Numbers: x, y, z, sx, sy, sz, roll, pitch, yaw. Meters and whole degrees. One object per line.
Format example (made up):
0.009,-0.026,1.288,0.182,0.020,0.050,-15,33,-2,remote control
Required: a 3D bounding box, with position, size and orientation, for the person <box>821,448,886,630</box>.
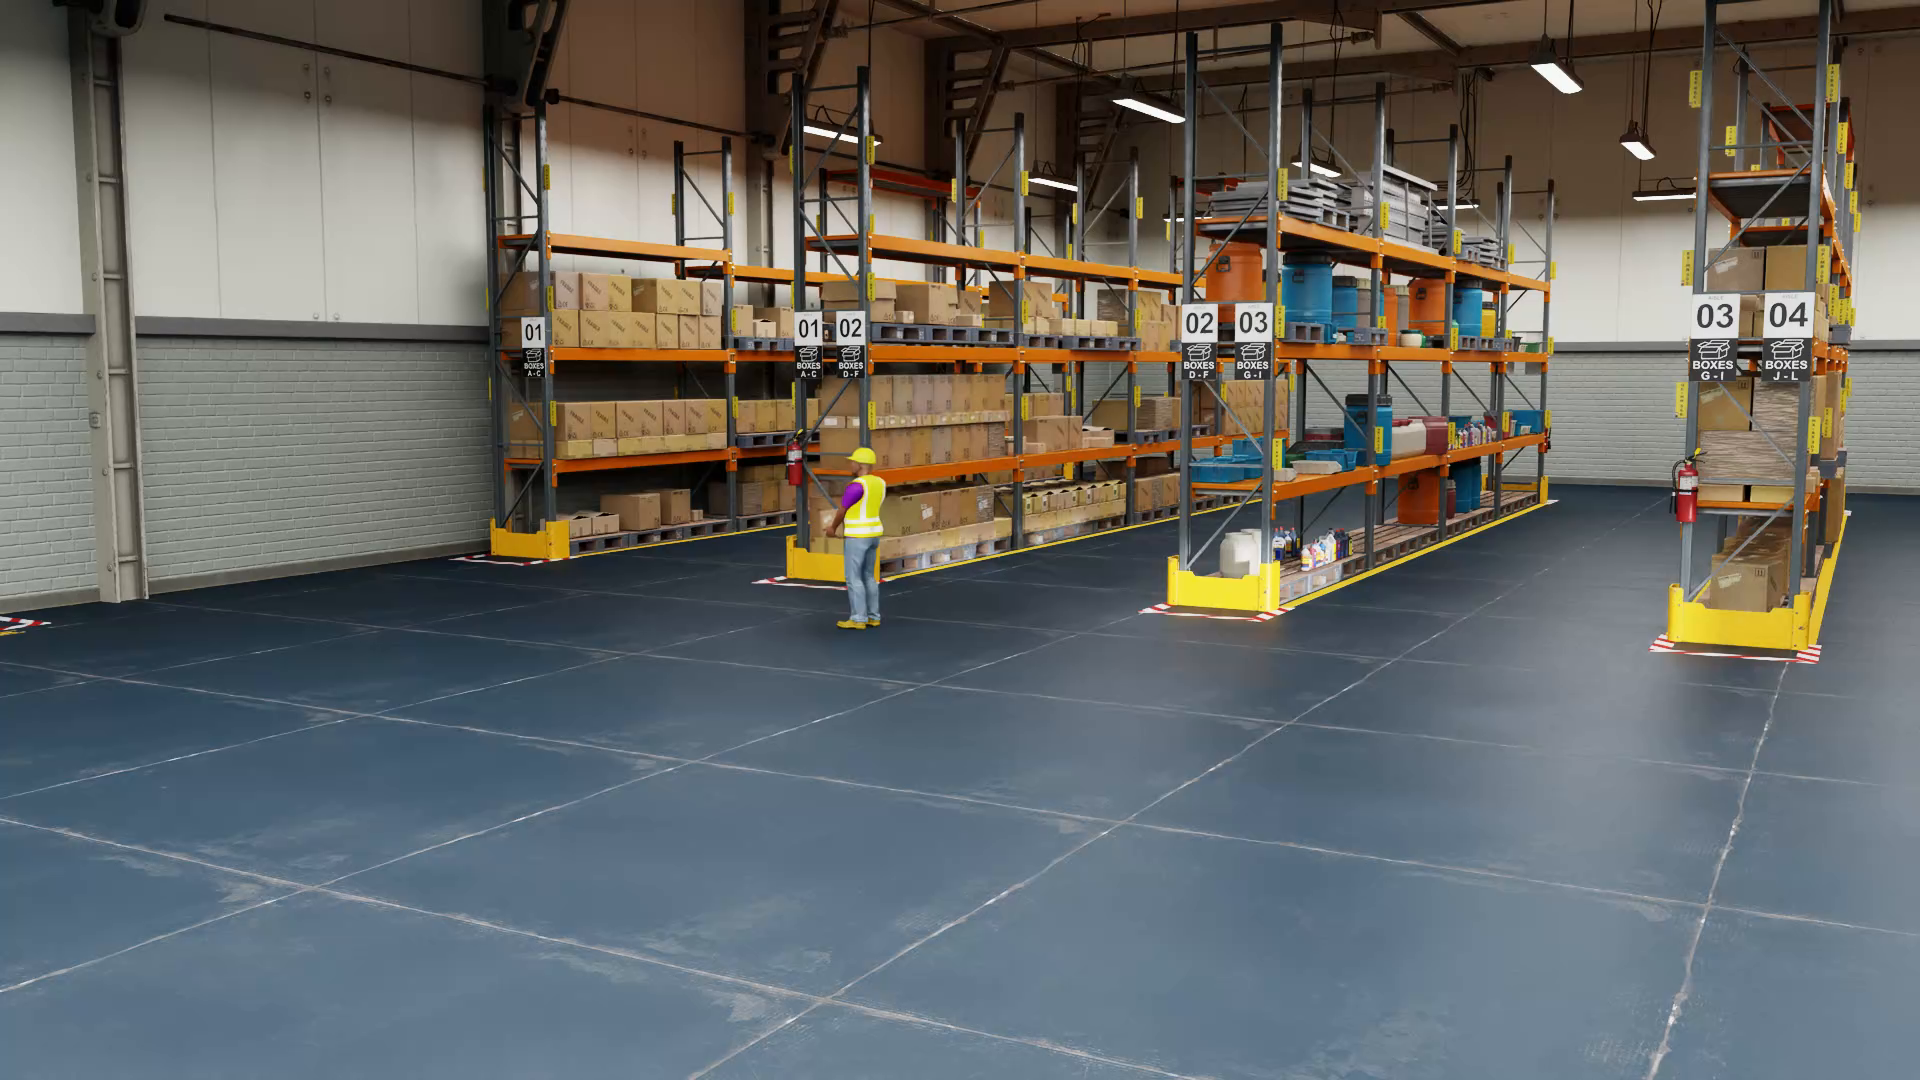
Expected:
-1.053,-0.026,16.294,0.575,1.762,0.504,3,7,29,person
